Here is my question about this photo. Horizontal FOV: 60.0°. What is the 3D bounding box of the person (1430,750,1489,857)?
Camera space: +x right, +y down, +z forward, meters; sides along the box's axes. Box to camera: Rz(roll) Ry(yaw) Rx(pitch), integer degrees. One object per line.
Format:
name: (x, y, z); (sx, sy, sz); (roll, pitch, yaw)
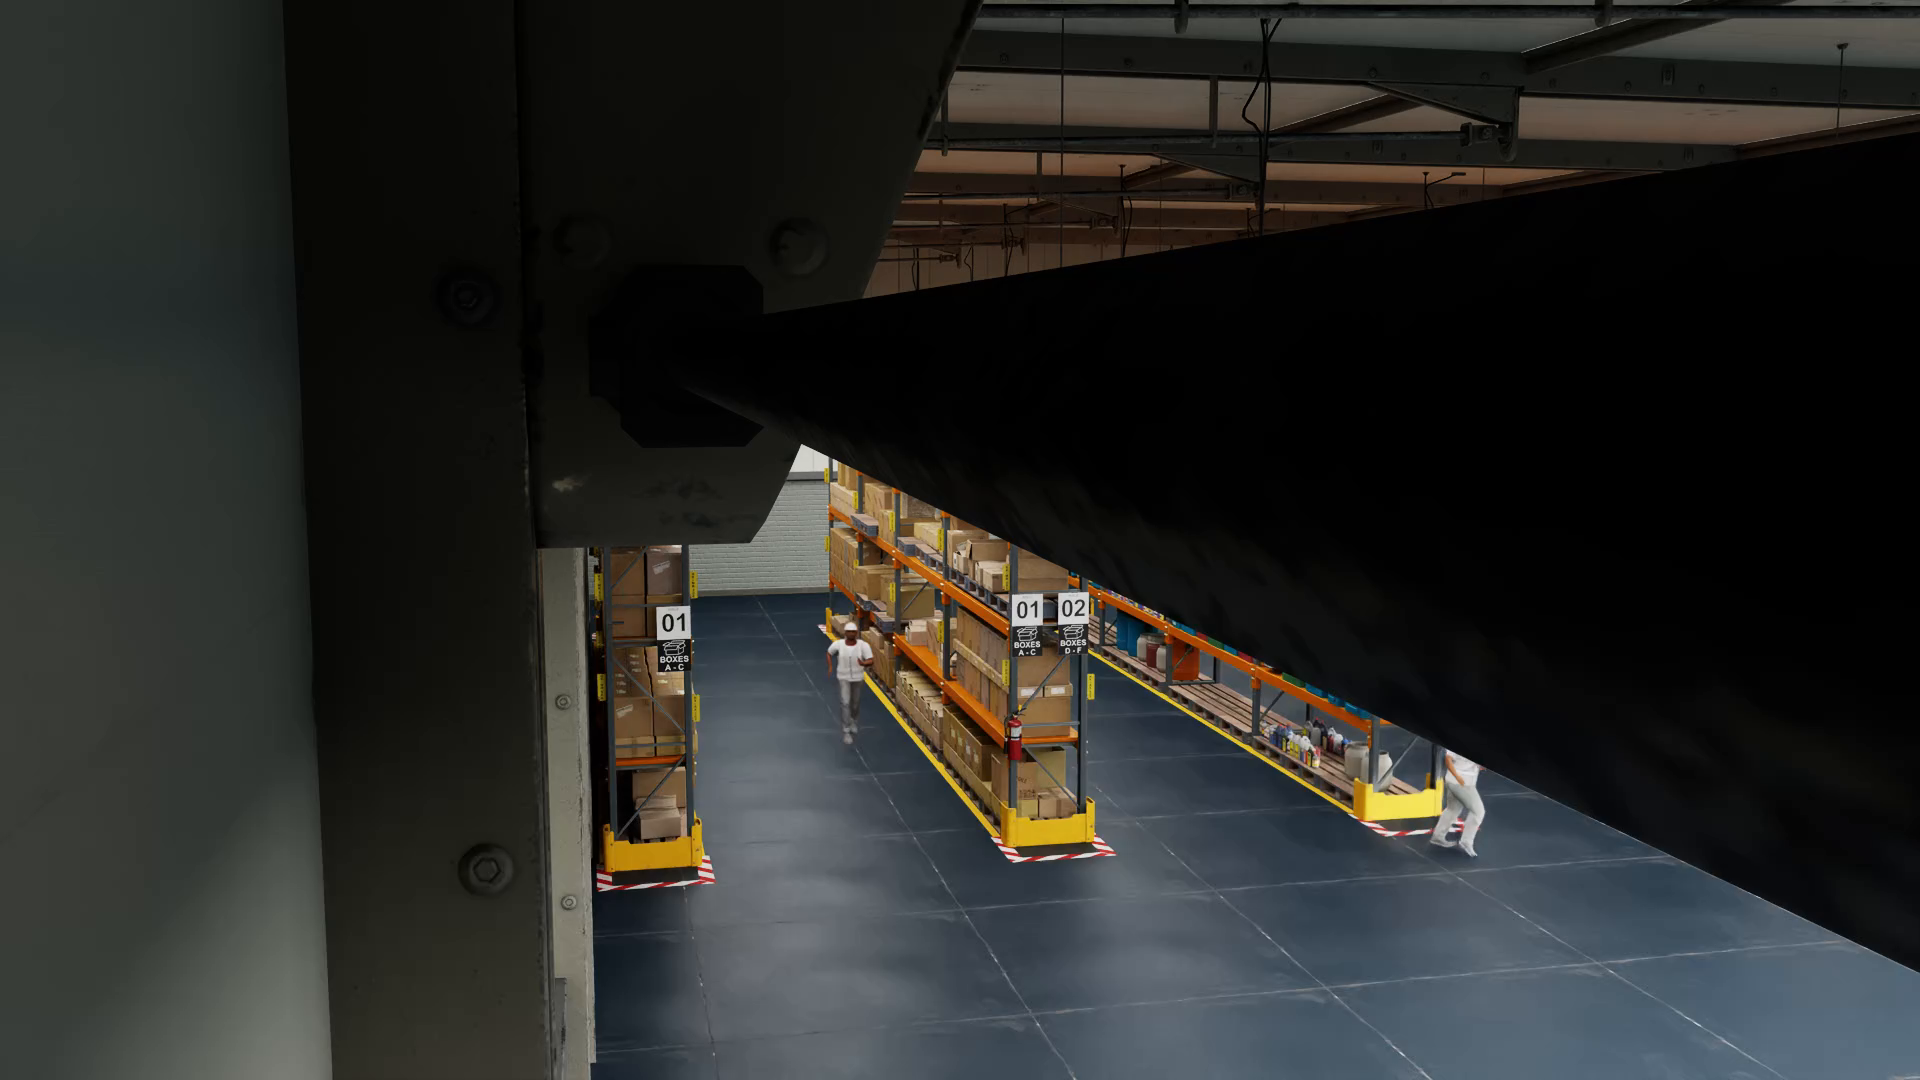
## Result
person: (6.225, 3.082, 20.673); (0.670, 1.727, 0.589); (1, 7, 11)

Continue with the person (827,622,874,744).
person: (-1.676, 2.149, 25.525); (0.685, 1.790, 0.883); (-1, 7, -10)
